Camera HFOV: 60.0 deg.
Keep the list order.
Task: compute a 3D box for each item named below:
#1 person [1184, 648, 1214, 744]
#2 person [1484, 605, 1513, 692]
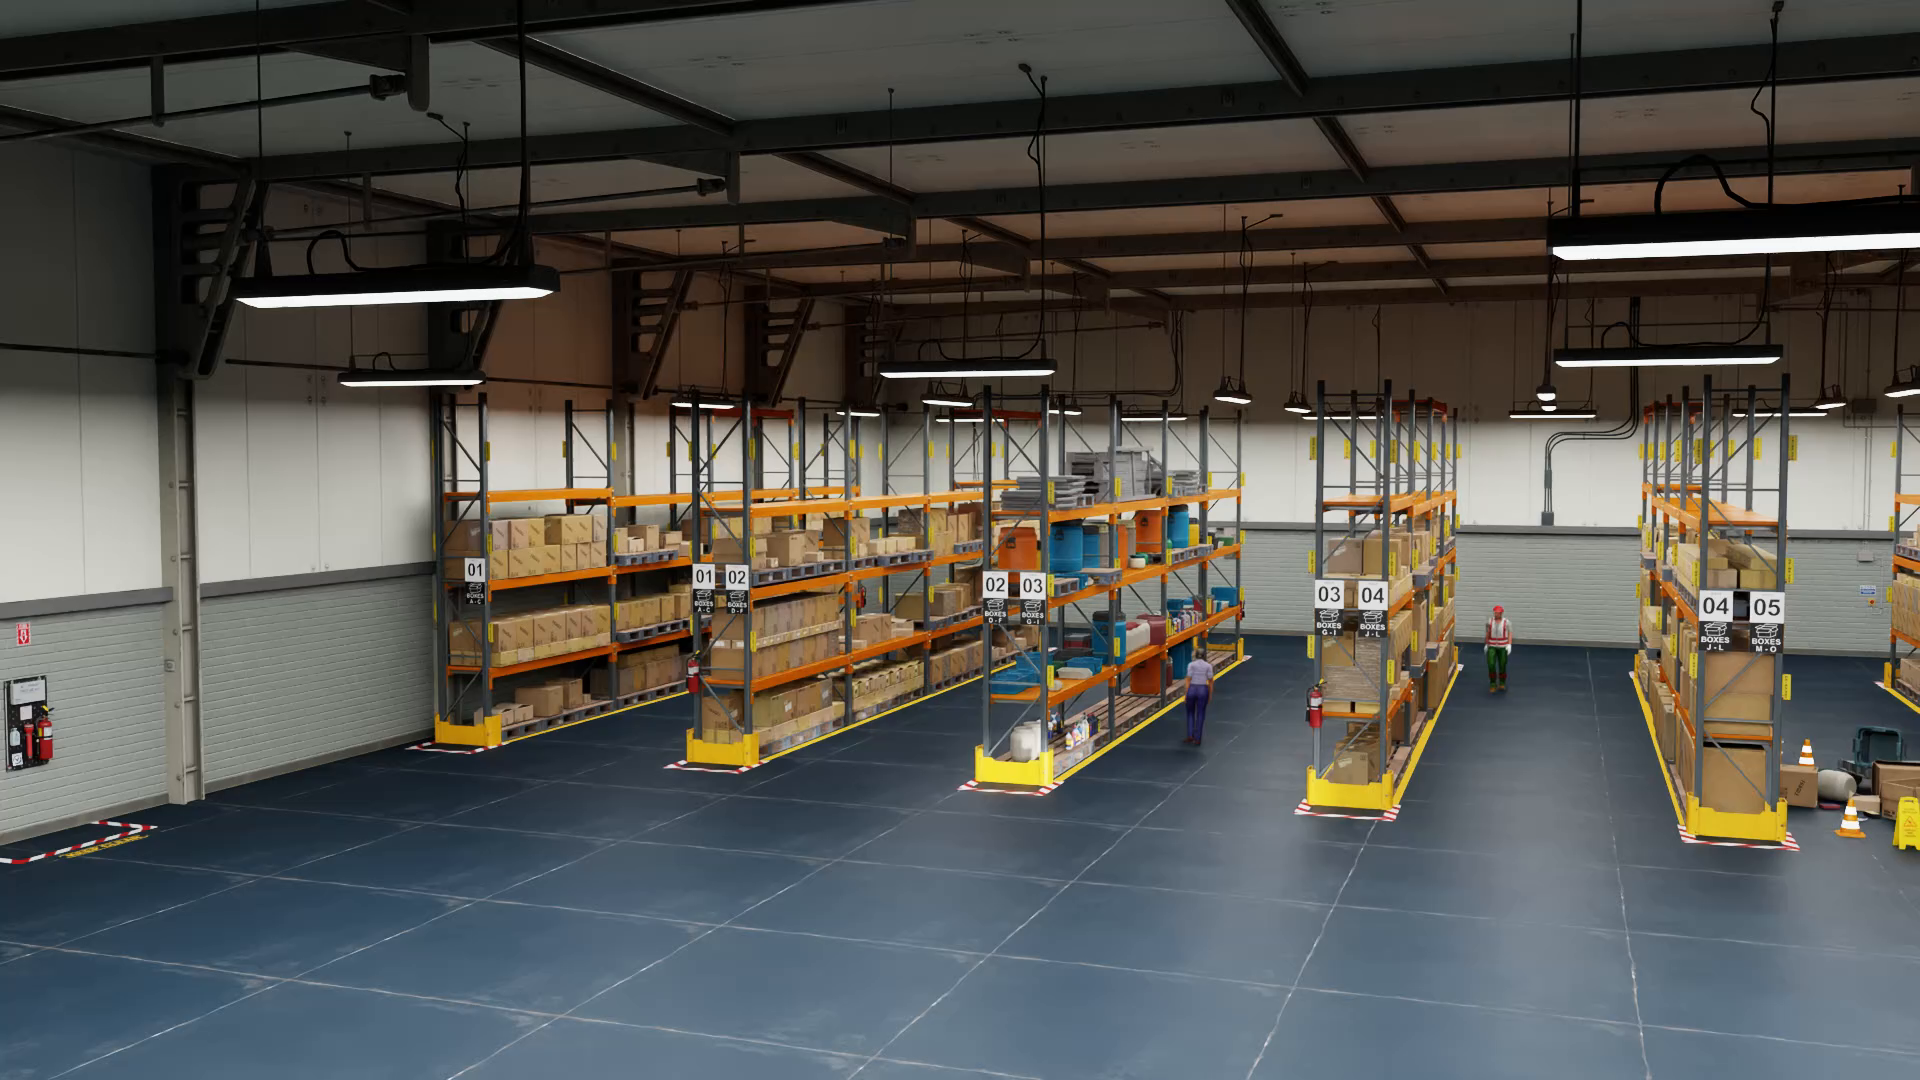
[{"bbox_3d":[4.085,2.703,28.488,0.500,1.682,0.606,1,3,14],"label":"person"},{"bbox_3d":[11.242,2.279,34.734,0.596,1.842,0.535,2,3,30],"label":"person"}]
